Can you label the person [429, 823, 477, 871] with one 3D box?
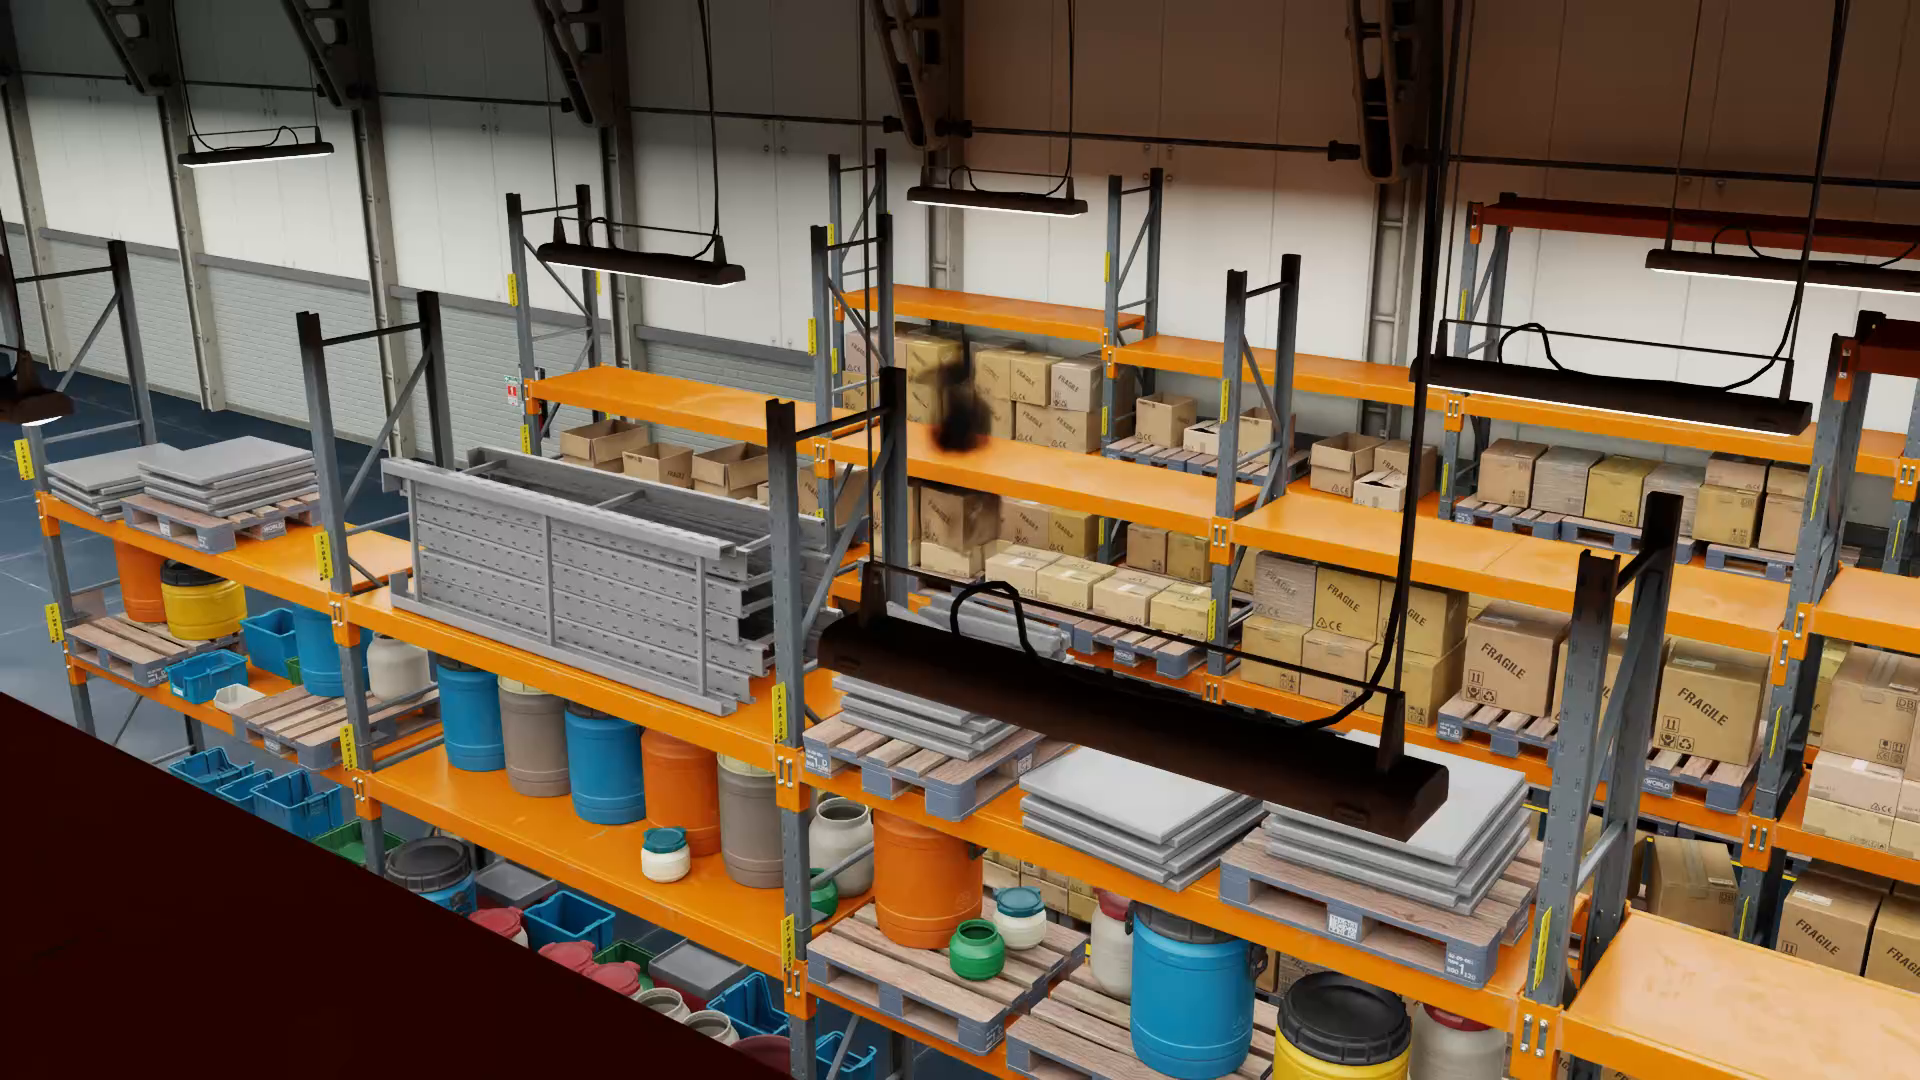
[{"bbox_3d":[-4.428,2.572,14.831,0.617,1.628,0.828,-9,21,-26],"label":"person"}]
